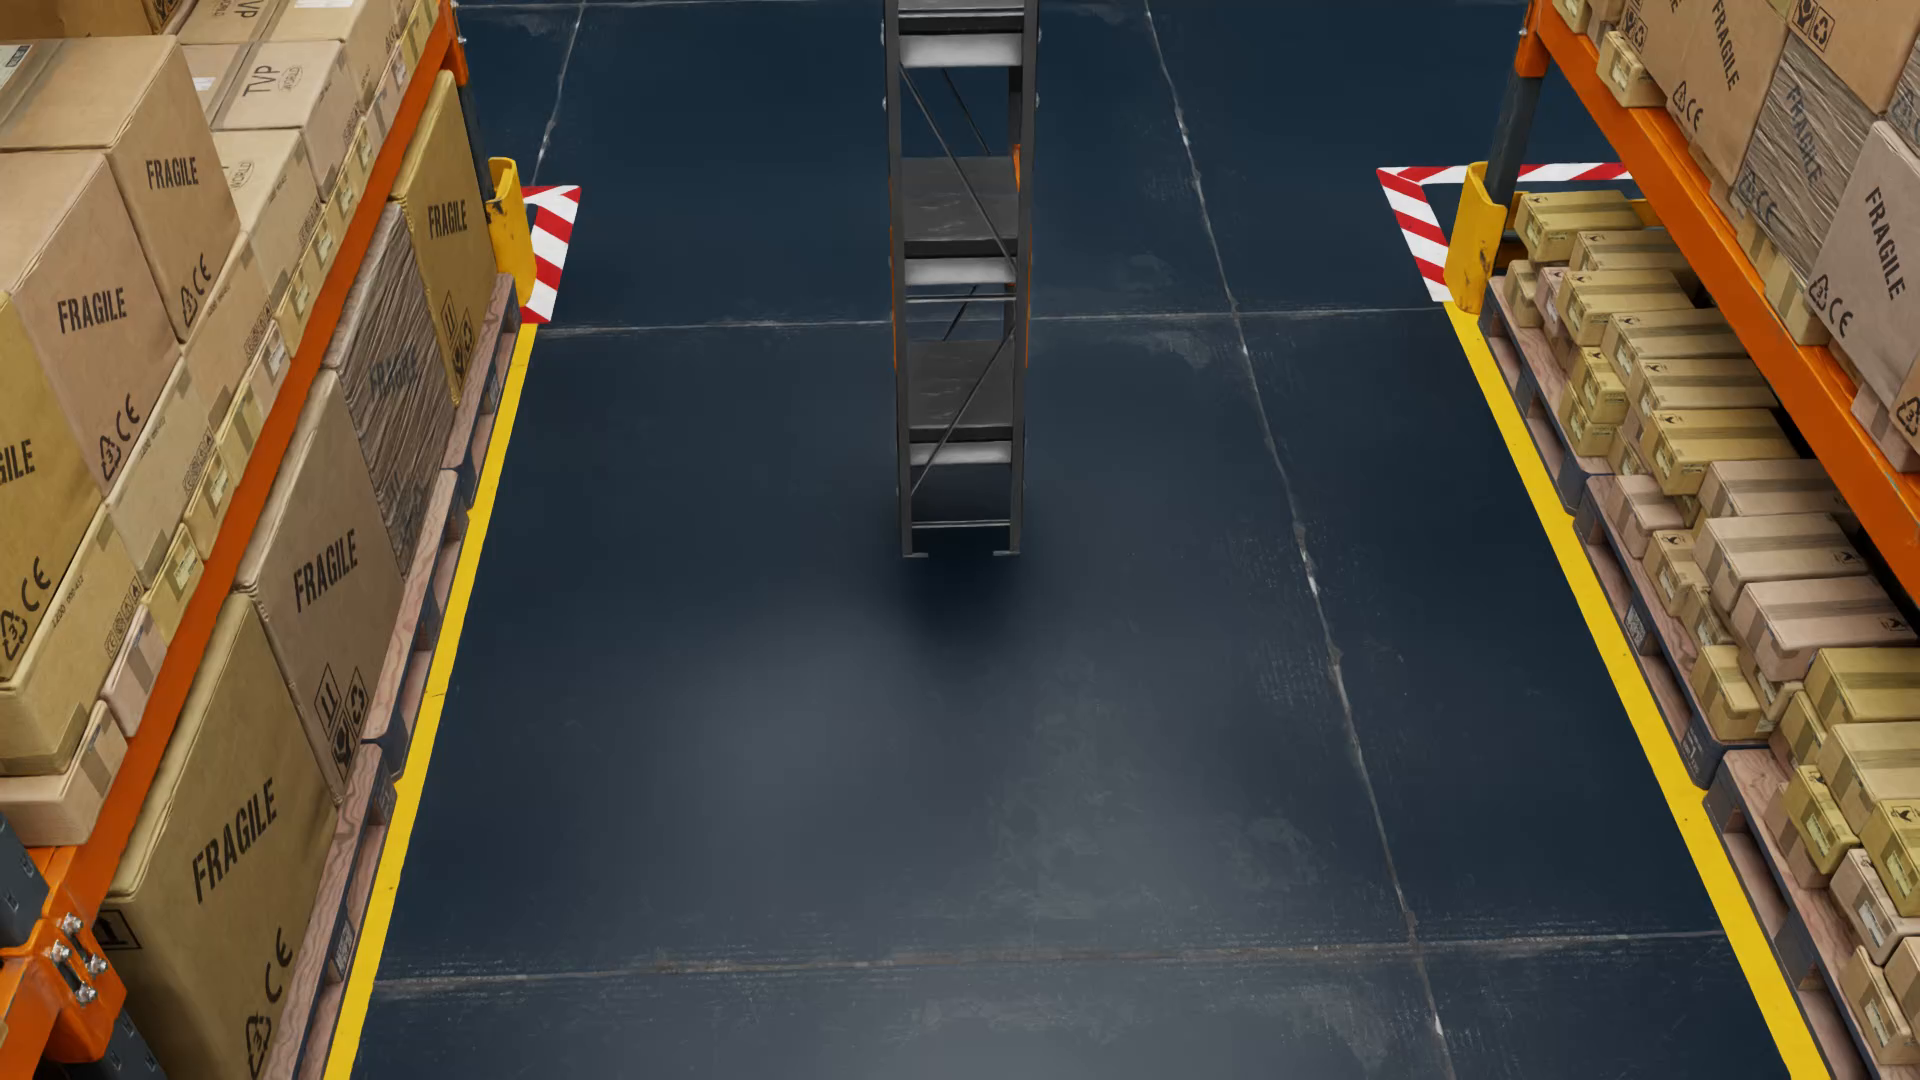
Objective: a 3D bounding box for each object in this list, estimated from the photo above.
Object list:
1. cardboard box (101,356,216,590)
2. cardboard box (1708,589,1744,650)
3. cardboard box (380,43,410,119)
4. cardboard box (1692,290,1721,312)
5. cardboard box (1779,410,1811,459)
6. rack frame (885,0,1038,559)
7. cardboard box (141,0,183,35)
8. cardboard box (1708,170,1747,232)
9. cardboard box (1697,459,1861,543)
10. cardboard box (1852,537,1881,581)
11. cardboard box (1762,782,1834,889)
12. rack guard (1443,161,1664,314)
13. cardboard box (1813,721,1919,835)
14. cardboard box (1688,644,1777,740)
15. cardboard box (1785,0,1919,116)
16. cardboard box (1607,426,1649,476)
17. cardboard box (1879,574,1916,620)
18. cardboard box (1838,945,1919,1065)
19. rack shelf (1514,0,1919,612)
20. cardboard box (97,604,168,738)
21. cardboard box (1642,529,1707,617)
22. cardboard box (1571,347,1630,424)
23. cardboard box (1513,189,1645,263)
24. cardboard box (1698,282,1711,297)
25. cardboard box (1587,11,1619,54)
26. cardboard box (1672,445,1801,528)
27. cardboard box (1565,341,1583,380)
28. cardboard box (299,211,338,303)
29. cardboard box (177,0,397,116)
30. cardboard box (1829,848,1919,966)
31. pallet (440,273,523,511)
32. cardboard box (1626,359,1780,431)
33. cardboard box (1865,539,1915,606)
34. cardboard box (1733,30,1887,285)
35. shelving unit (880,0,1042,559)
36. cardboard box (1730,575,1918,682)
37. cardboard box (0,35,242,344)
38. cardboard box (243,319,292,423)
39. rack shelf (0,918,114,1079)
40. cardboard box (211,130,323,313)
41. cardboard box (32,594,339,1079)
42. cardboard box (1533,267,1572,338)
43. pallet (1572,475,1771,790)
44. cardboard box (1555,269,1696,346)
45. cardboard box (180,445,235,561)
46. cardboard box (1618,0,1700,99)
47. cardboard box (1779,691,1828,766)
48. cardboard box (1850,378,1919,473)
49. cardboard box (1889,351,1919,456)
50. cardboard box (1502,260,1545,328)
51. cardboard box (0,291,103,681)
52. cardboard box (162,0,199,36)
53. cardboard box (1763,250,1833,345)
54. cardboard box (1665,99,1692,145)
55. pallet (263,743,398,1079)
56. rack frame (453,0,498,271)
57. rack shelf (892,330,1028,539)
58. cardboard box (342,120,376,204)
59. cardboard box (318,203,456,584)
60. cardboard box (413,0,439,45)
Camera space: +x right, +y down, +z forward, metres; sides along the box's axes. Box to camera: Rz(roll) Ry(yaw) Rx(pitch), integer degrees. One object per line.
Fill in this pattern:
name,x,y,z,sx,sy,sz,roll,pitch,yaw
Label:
cardboard box,-1.958,-0.144,3.578,0.500,0.250,0.500,-2,43,-2
cardboard box,2.458,0.192,4.900,0.380,0.149,0.250,-4,43,-4
cardboard box,-1.987,-1.460,5.309,0.380,0.149,0.250,-2,43,-2
cardboard box,2.871,-0.891,6.081,0.380,0.149,0.250,-3,43,-3
cardboard box,2.972,-0.369,5.512,0.380,0.149,0.250,-1,43,-1
rack frame,0.003,-0.721,4.983,0.400,2.100,0.015,-2,43,-2
cardboard box,-2.582,-1.791,4.820,0.500,0.500,0.500,-3,43,-3
cardboard box,2.419,-1.007,4.815,0.380,0.149,0.250,-2,43,-3
cardboard box,2.471,-0.109,5.008,0.380,0.149,0.250,-2,43,-2
cardboard box,2.898,0.088,5.233,0.380,0.149,0.250,-1,43,-1
cardboard box,2.416,0.783,4.475,0.380,0.149,0.250,-3,43,-3
rack guard,2.609,-1.231,6.723,1.175,0.500,0.348,-2,43,-2
cardboard box,2.432,0.601,4.233,0.380,0.149,0.250,-2,43,-2
cardboard box,2.375,0.439,4.850,0.380,0.149,0.250,-2,43,-2
cardboard box,2.413,-1.372,3.993,0.500,0.500,0.500,-3,43,-3
cardboard box,2.426,-0.258,5.611,0.380,0.149,0.250,-2,43,-2
cardboard box,2.989,0.156,4.938,0.380,0.149,0.250,-2,43,-2
cardboard box,2.419,1.138,4.088,0.380,0.149,0.250,-1,43,-1
rack shelf,2.691,-0.589,4.705,1.077,0.370,4.000,-2,43,-2
cardboard box,-1.875,0.277,3.414,0.380,0.149,0.250,-3,43,-3
cardboard box,2.387,0.099,5.221,0.380,0.149,0.250,-2,43,-2
cardboard box,2.328,-0.531,5.688,0.380,0.149,0.250,0,43,0
cardboard box,2.289,-1.164,6.158,0.380,0.149,0.250,-3,43,-4
cardboard box,2.835,-1.006,5.986,0.380,0.149,0.250,-1,43,-1
cardboard box,2.344,-1.713,5.584,0.380,0.149,0.250,0,43,0
cardboard box,2.487,-0.173,5.297,0.380,0.149,0.250,0,43,0
cardboard box,2.419,-0.603,5.987,0.380,0.149,0.250,-1,43,-1
cardboard box,-1.945,-0.774,4.561,0.380,0.149,0.250,-1,43,-1
cardboard box,-2.047,-1.522,5.082,0.500,0.250,0.500,-2,43,-3
cardboard box,2.421,0.897,4.130,0.380,0.149,0.250,-4,43,-4
pallet,-2.242,-0.564,6.209,1.003,0.211,1.213,-2,43,-2
cardboard box,2.399,-0.455,5.385,0.380,0.149,0.250,0,43,0
cardboard box,2.899,0.047,4.838,0.380,0.149,0.250,-3,43,-4
cardboard box,2.433,-1.004,4.331,0.500,0.500,0.500,-3,43,-3
shelving unit,-0.007,-0.886,5.162,0.431,2.100,0.503,-2,43,-2
cardboard box,2.396,0.244,4.623,0.380,0.149,0.250,-4,43,-4
cardboard box,-1.989,-0.775,3.711,0.500,0.500,0.500,-3,43,-3
cardboard box,-1.920,-0.421,4.175,0.380,0.149,0.250,-1,43,-1
rack shelf,-2.099,2.186,1.678,1.077,0.370,4.000,-2,43,-2
cardboard box,-1.999,-0.827,4.323,0.500,0.250,0.500,-2,43,-2
cardboard box,-2.132,0.751,3.972,0.875,0.875,0.875,-2,43,-2
cardboard box,2.327,-0.870,6.058,0.380,0.149,0.250,-2,43,-2
pallet,2.657,0.246,5.325,1.003,0.211,1.213,-2,43,-2
cardboard box,2.303,-0.807,5.770,0.380,0.149,0.250,-2,43,-2
cardboard box,-1.900,-0.079,3.802,0.380,0.149,0.250,-3,43,-3
cardboard box,2.397,-1.679,5.068,0.500,0.500,0.500,-2,43,-2
cardboard box,2.479,0.545,4.515,0.380,0.149,0.250,-1,43,-1
cardboard box,2.431,-0.307,4.051,0.380,0.149,0.250,-3,43,-4
cardboard box,2.452,-0.319,3.584,0.500,0.500,0.500,-3,43,-3
cardboard box,2.308,-0.945,6.360,0.380,0.149,0.250,-1,43,-1
cardboard box,-1.949,-0.091,2.965,0.500,0.500,0.500,-2,43,-2
cardboard box,-2.575,-1.502,5.059,0.500,0.250,0.500,-2,43,-2
cardboard box,2.392,-0.650,4.426,0.380,0.149,0.250,-1,43,-1
cardboard box,2.450,-1.358,5.198,0.380,0.149,0.250,0,43,0
pallet,-2.138,1.083,4.412,1.003,0.211,1.213,-2,43,-2
rack frame,-2.354,-2.130,5.854,1.000,3.000,0.127,-2,43,-2
rack shelf,-0.007,-0.360,5.645,0.431,0.518,0.480,-2,43,-2
cardboard box,-1.965,-1.117,4.934,0.380,0.149,0.250,-3,43,-3
cardboard box,-2.208,-0.457,5.291,0.875,0.875,0.875,-2,43,-2
cardboard box,-2.010,-1.806,5.687,0.380,0.149,0.250,-1,43,-1
